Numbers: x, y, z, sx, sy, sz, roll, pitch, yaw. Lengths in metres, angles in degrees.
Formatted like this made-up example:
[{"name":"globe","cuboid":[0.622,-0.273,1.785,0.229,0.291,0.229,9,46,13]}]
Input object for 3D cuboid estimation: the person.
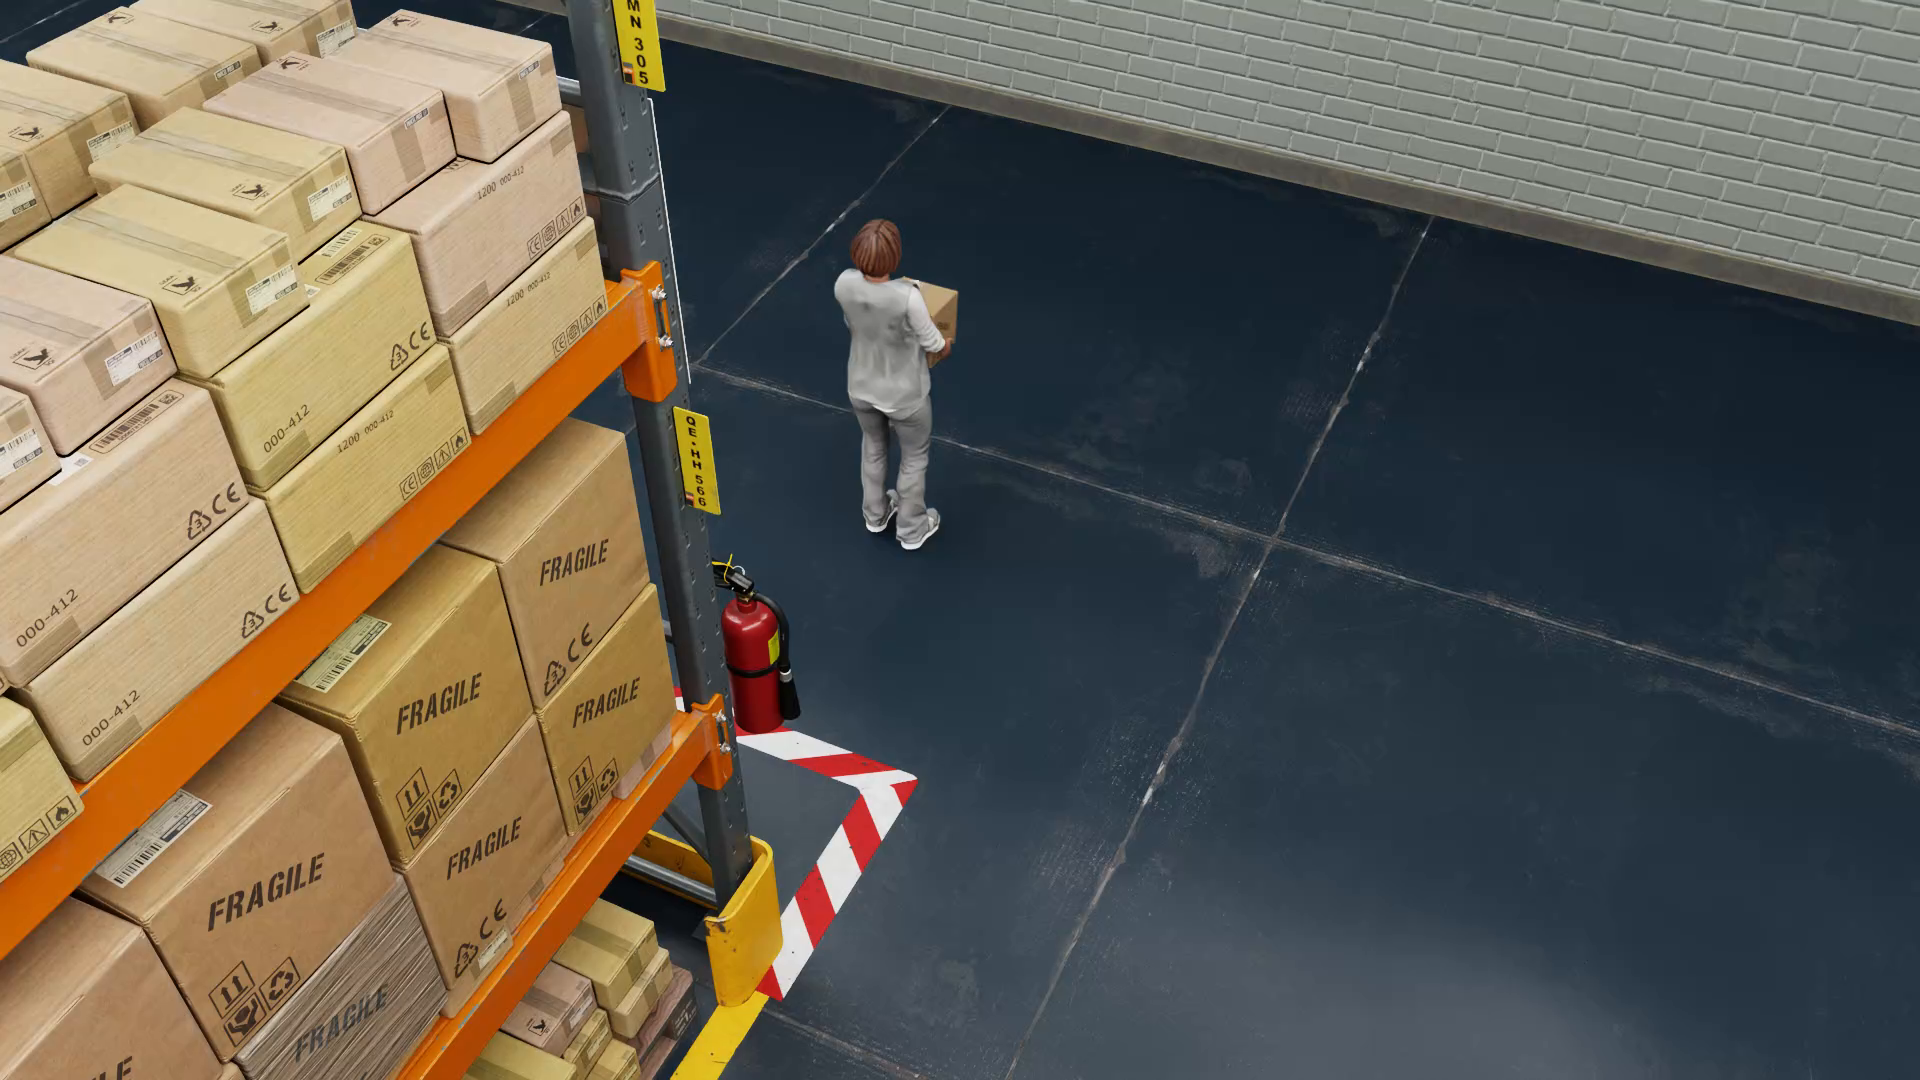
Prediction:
[{"name":"person","cuboid":[-0.259,-0.678,6.904,0.425,1.596,0.489,17,45,18]}]
